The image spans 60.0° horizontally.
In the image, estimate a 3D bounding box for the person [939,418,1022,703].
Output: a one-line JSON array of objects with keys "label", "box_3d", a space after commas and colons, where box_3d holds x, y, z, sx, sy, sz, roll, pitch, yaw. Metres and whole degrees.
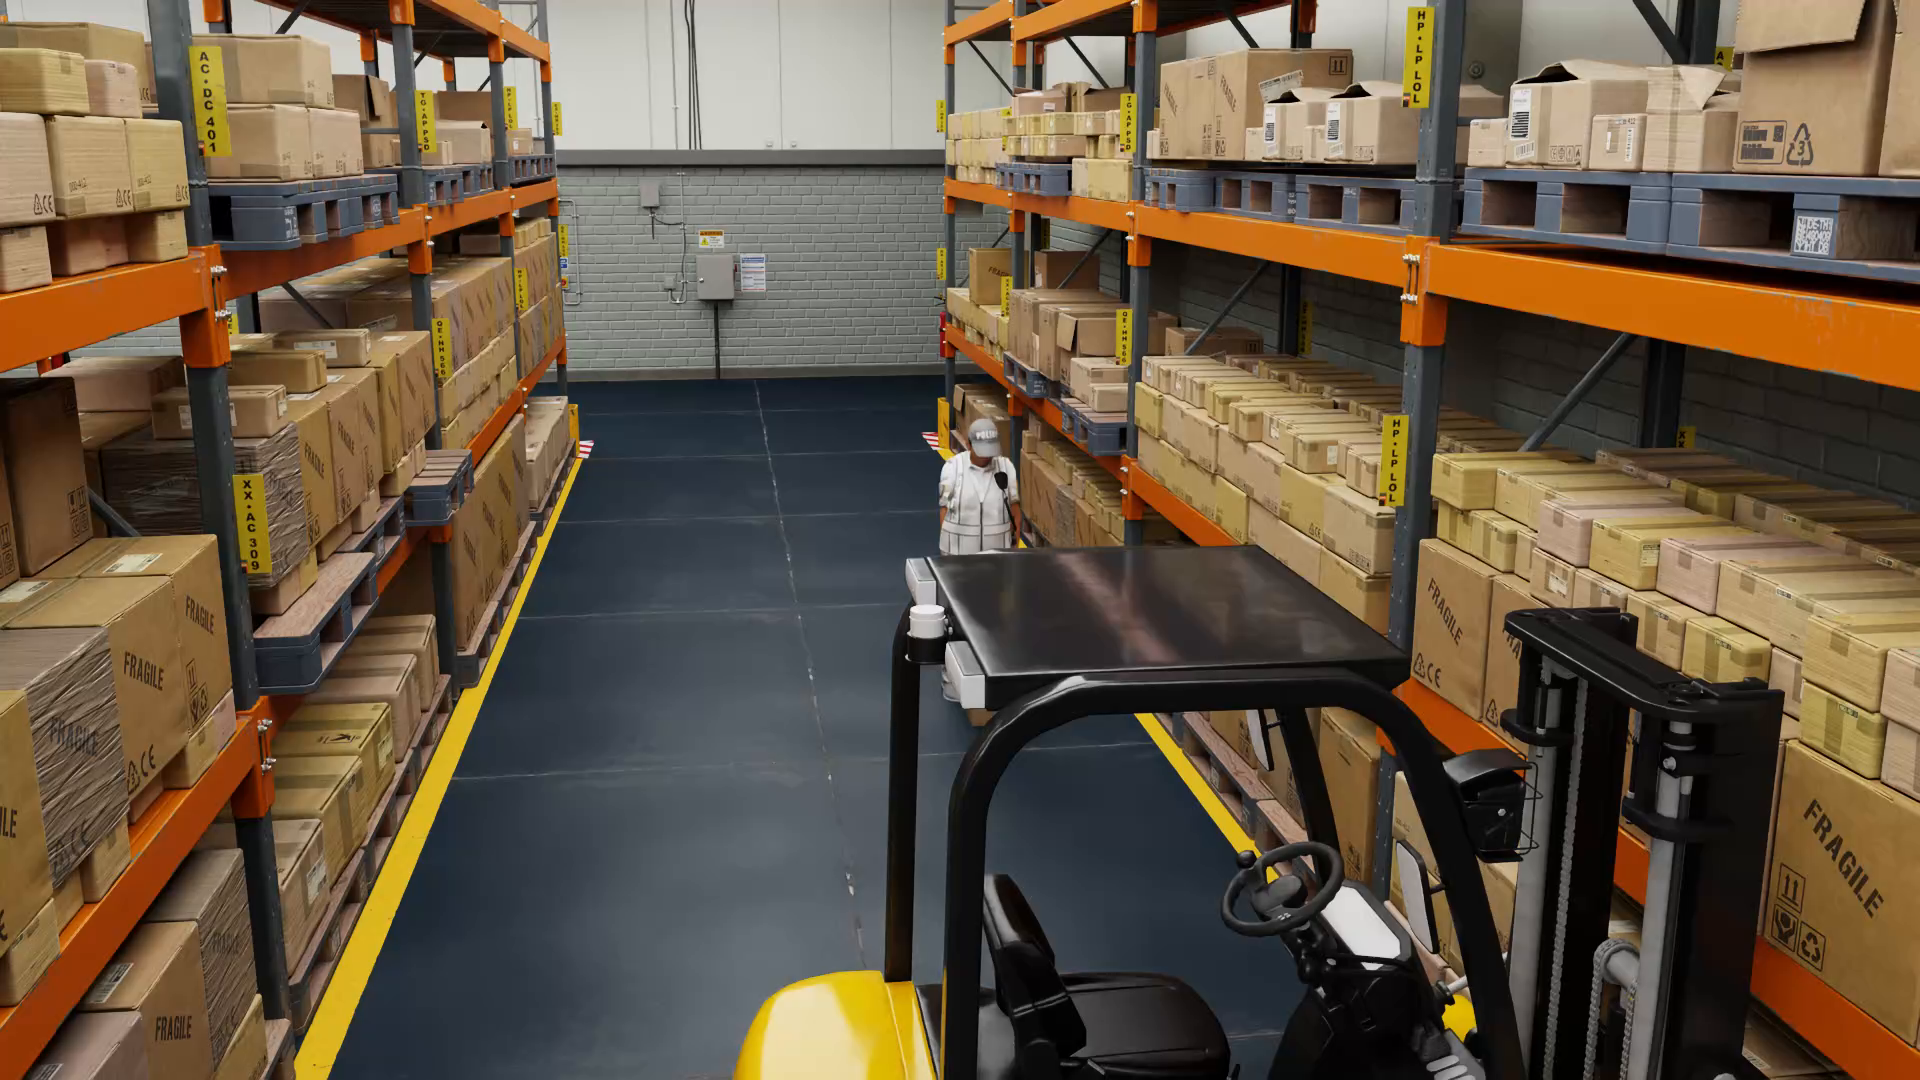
[{"label": "person", "box_3d": [0.121, 0.107, 9.599, 0.480, 1.649, 0.418, -2, 13, -9]}]
